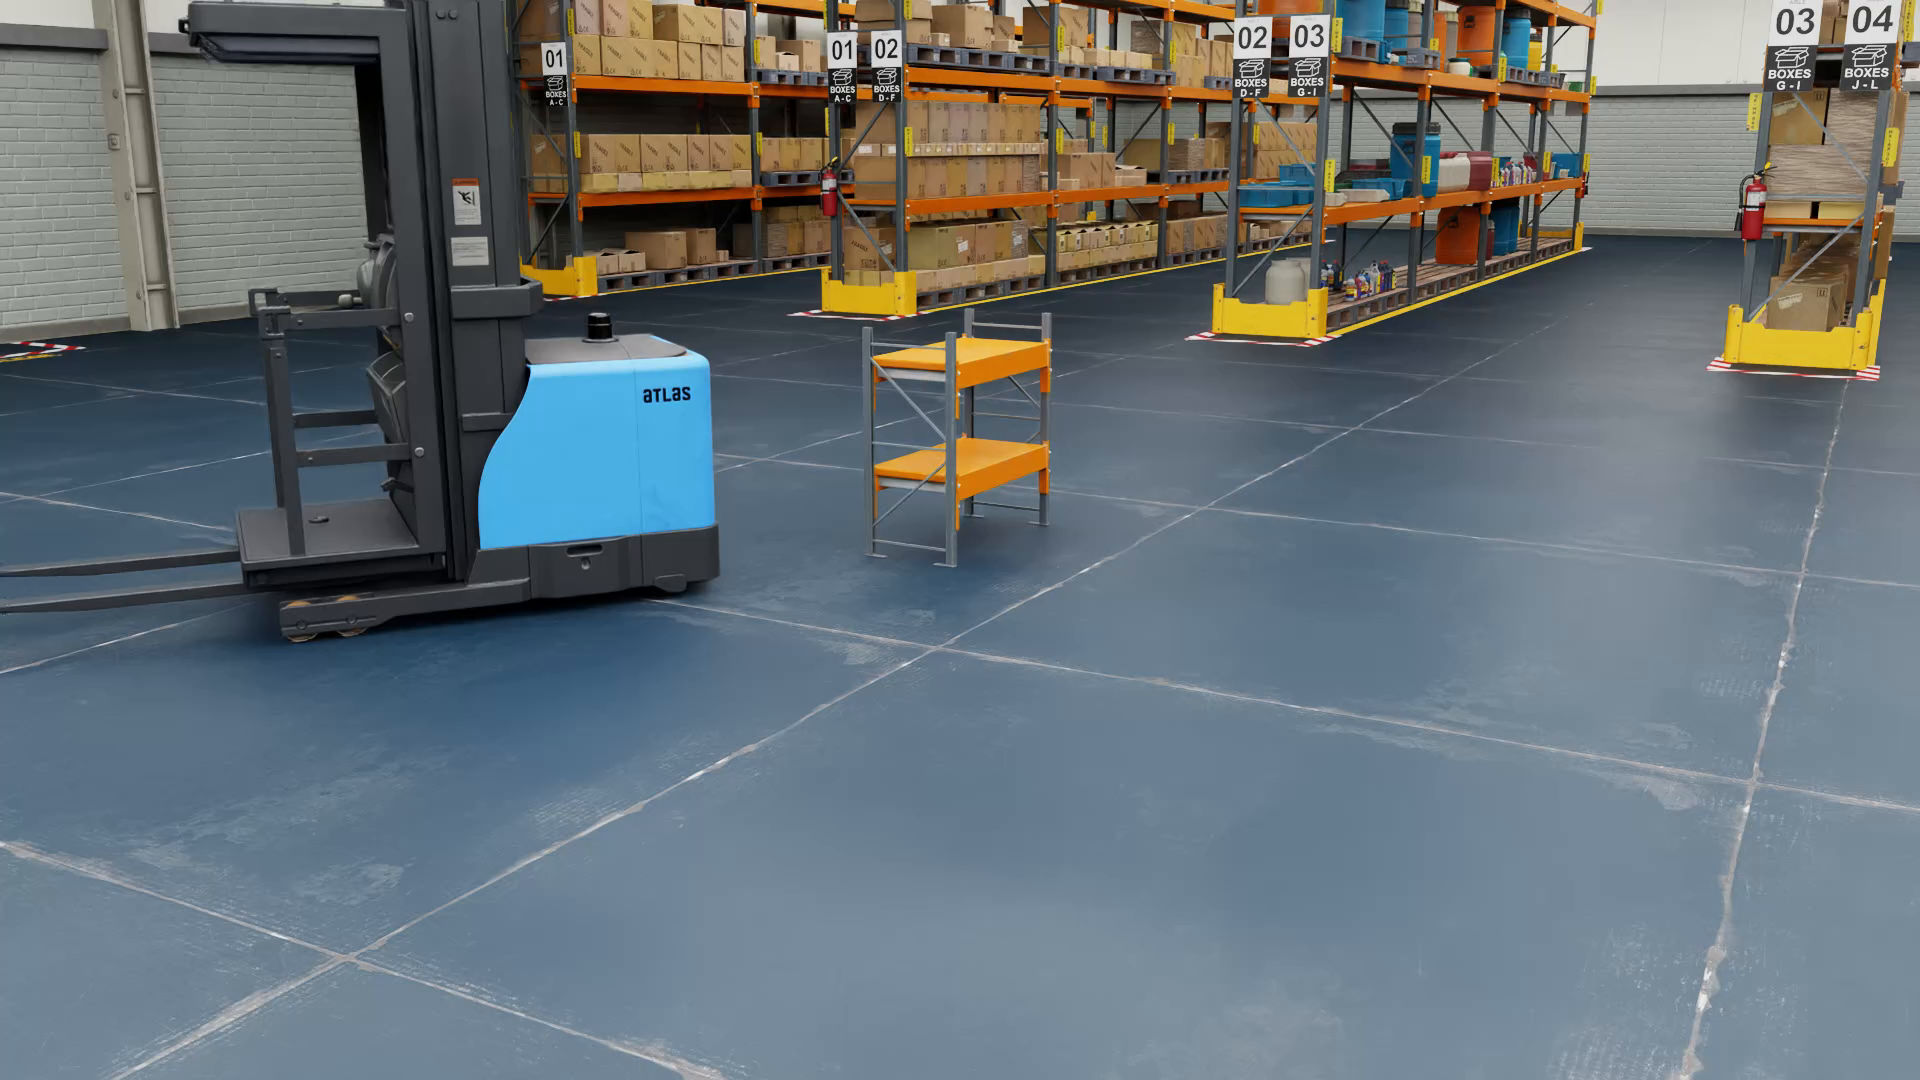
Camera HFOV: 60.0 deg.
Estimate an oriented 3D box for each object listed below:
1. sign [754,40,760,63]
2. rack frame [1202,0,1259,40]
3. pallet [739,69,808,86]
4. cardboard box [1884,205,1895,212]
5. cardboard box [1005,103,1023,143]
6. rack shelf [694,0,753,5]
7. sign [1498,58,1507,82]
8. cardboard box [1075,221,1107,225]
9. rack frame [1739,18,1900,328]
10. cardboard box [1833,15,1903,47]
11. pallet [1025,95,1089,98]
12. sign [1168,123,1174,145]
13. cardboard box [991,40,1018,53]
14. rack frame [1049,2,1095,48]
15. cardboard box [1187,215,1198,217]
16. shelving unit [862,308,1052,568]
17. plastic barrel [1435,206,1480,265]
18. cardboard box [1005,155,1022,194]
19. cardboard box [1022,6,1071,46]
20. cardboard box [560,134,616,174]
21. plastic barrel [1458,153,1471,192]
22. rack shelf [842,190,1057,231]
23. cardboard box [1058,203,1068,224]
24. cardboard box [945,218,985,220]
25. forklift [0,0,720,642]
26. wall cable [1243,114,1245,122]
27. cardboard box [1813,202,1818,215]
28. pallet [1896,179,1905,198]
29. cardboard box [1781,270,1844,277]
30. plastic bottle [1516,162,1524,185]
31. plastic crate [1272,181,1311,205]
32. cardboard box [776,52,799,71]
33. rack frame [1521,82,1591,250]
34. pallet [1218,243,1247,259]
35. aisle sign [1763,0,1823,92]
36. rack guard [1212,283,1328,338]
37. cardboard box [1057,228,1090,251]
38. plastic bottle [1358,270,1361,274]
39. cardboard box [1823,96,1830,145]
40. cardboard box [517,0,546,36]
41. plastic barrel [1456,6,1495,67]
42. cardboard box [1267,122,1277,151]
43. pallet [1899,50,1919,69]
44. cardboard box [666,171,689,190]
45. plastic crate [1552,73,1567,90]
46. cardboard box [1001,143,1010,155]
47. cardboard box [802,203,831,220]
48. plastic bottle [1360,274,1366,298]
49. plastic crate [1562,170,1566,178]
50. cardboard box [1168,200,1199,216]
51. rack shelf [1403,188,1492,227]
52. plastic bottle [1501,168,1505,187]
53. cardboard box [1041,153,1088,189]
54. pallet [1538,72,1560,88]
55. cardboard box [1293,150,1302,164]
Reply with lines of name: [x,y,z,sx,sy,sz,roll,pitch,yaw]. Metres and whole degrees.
sign: [-2.998,-7.208,24.528,0.100,0.325,0.005,7,15,28]
rack frame: [4.728,-9.556,28.969,1.000,3.000,0.127,7,15,28]
pallet: [-3.085,-7.040,25.335,1.213,0.211,1.003,7,15,28]
cardboard box: [12.675,-4.370,23.899,1.225,0.875,0.875,7,15,26]
cardboard box: [0.409,-5.482,21.889,0.700,0.500,0.500,7,15,28]
rack shelf: [-4.444,-7.713,22.869,1.077,0.370,4.000,7,15,28]
sign: [7.614,-6.603,23.345,0.100,0.325,0.005,7,15,28]
cardboard box: [2.038,-4.776,25.717,0.500,0.311,0.500,7,15,27]
rack frame: [7.597,-3.054,14.802,1.000,3.000,0.127,7,15,28]
cardboard box: [8.057,-4.509,14.756,0.500,0.250,0.500,8,16,30]
pallet: [1.974,-9.282,34.424,1.003,0.211,1.213,7,15,28]
sign: [3.282,-6.319,25.875,0.100,0.325,0.005,7,15,28]
cardboard box: [0.517,-6.328,21.322,0.380,0.149,0.250,7,15,28]
rack frame: [2.324,-10.937,34.698,1.000,3.000,0.127,7,15,28]
cardboard box: [3.785,-5.354,28.736,0.500,0.500,0.500,8,15,29]
shelving unit: [0.003,-0.548,8.407,0.538,1.125,1.048,7,15,28]
plastic barrel: [7.351,-4.508,24.567,0.600,0.830,0.708,7,15,28]
cardboard box: [0.403,-4.846,22.020,0.700,0.500,0.500,7,15,27]
cardboard box: [1.194,-7.074,22.900,0.500,0.500,0.500,8,15,29]
cardboard box: [-4.917,-5.103,21.977,0.500,0.500,0.500,7,15,28]
plastic barrel: [6.819,-5.076,22.948,0.421,0.512,0.421,0,14,0]
rack shelf: [-0.106,-4.238,21.247,1.077,0.370,4.000,7,15,28]
cardboard box: [1.831,-6.752,34.576,0.700,0.500,0.500,7,15,28]
cardboard box: [0.128,-4.067,22.373,0.500,0.500,0.500,7,15,28]
forklift: [-2.655,-1.148,7.042,3.031,2.935,1.130,-6,15,-24]
wall cable: [5.371,-10.547,39.707,3.097,2.526,0.112,7,15,28]
cardboard box: [8.043,-3.218,16.019,0.380,0.149,0.250,7,15,28]
pallet: [11.214,-4.444,20.976,1.213,0.211,1.003,7,15,28]
cardboard box: [8.492,-2.422,16.617,0.500,0.500,0.500,9,16,33]
plastic bottle: [8.815,-5.790,26.254,0.144,0.351,0.185,7,15,28]
plastic crate: [3.561,-3.812,18.263,0.499,0.251,0.408,7,15,28]
cardboard box: [-2.845,-7.407,25.751,0.500,0.311,0.500,8,16,30]
rack frame: [10.996,-6.898,30.745,1.000,3.000,0.127,7,15,28]
pallet: [4.368,-5.112,29.289,1.003,0.211,1.213,7,15,28]
aisle sign: [7.305,-4.339,14.585,0.394,0.787,0.004,7,15,28]
rack guard: [3.257,-2.421,17.509,1.175,0.500,0.348,7,15,28]
cardboard box: [1.526,-4.297,23.730,0.500,0.311,0.500,7,15,27]
plastic bottle: [4.712,-3.038,19.591,0.061,0.283,0.133,7,15,28]
cardboard box: [7.884,-3.977,15.650,0.500,0.500,0.500,7,15,28]
cardboard box: [-5.431,-6.858,21.792,0.500,0.500,0.500,8,16,31]
plastic barrel: [7.406,-7.244,23.968,0.600,0.830,0.708,7,15,28]
cardboard box: [5.452,-7.345,30.251,0.500,0.500,0.500,7,15,26]
pallet: [10.422,-5.569,19.235,1.213,0.211,1.003,7,15,28]
cardboard box: [-4.161,-5.054,23.375,0.500,0.250,0.500,8,15,29]
plastic crate: [9.903,-7.696,27.933,0.497,0.269,0.590,7,15,28]
cardboard box: [0.424,-5.073,21.579,0.380,0.149,0.250,7,15,28]
cardboard box: [-2.421,-5.373,27.214,0.500,0.250,0.500,7,15,28]
plastic bottle: [4.625,-2.930,19.171,0.097,0.271,0.097,0,14,0]
plastic crate: [10.608,-6.553,29.750,0.396,0.136,0.243,7,15,28]
cardboard box: [3.798,-5.726,28.678,0.500,0.250,0.500,7,15,28]
rack shelf: [6.162,-4.496,22.320,1.077,0.370,4.000,7,15,28]
plastic bottle: [8.148,-5.456,25.041,0.097,0.271,0.097,0,14,0]
cardboard box: [1.501,-5.310,23.947,0.500,0.500,0.500,9,16,32]
pallet: [8.769,-7.272,26.299,1.213,0.211,1.003,7,15,28]
cardboard box: [6.190,-7.177,31.690,0.500,0.500,0.500,8,15,28]
